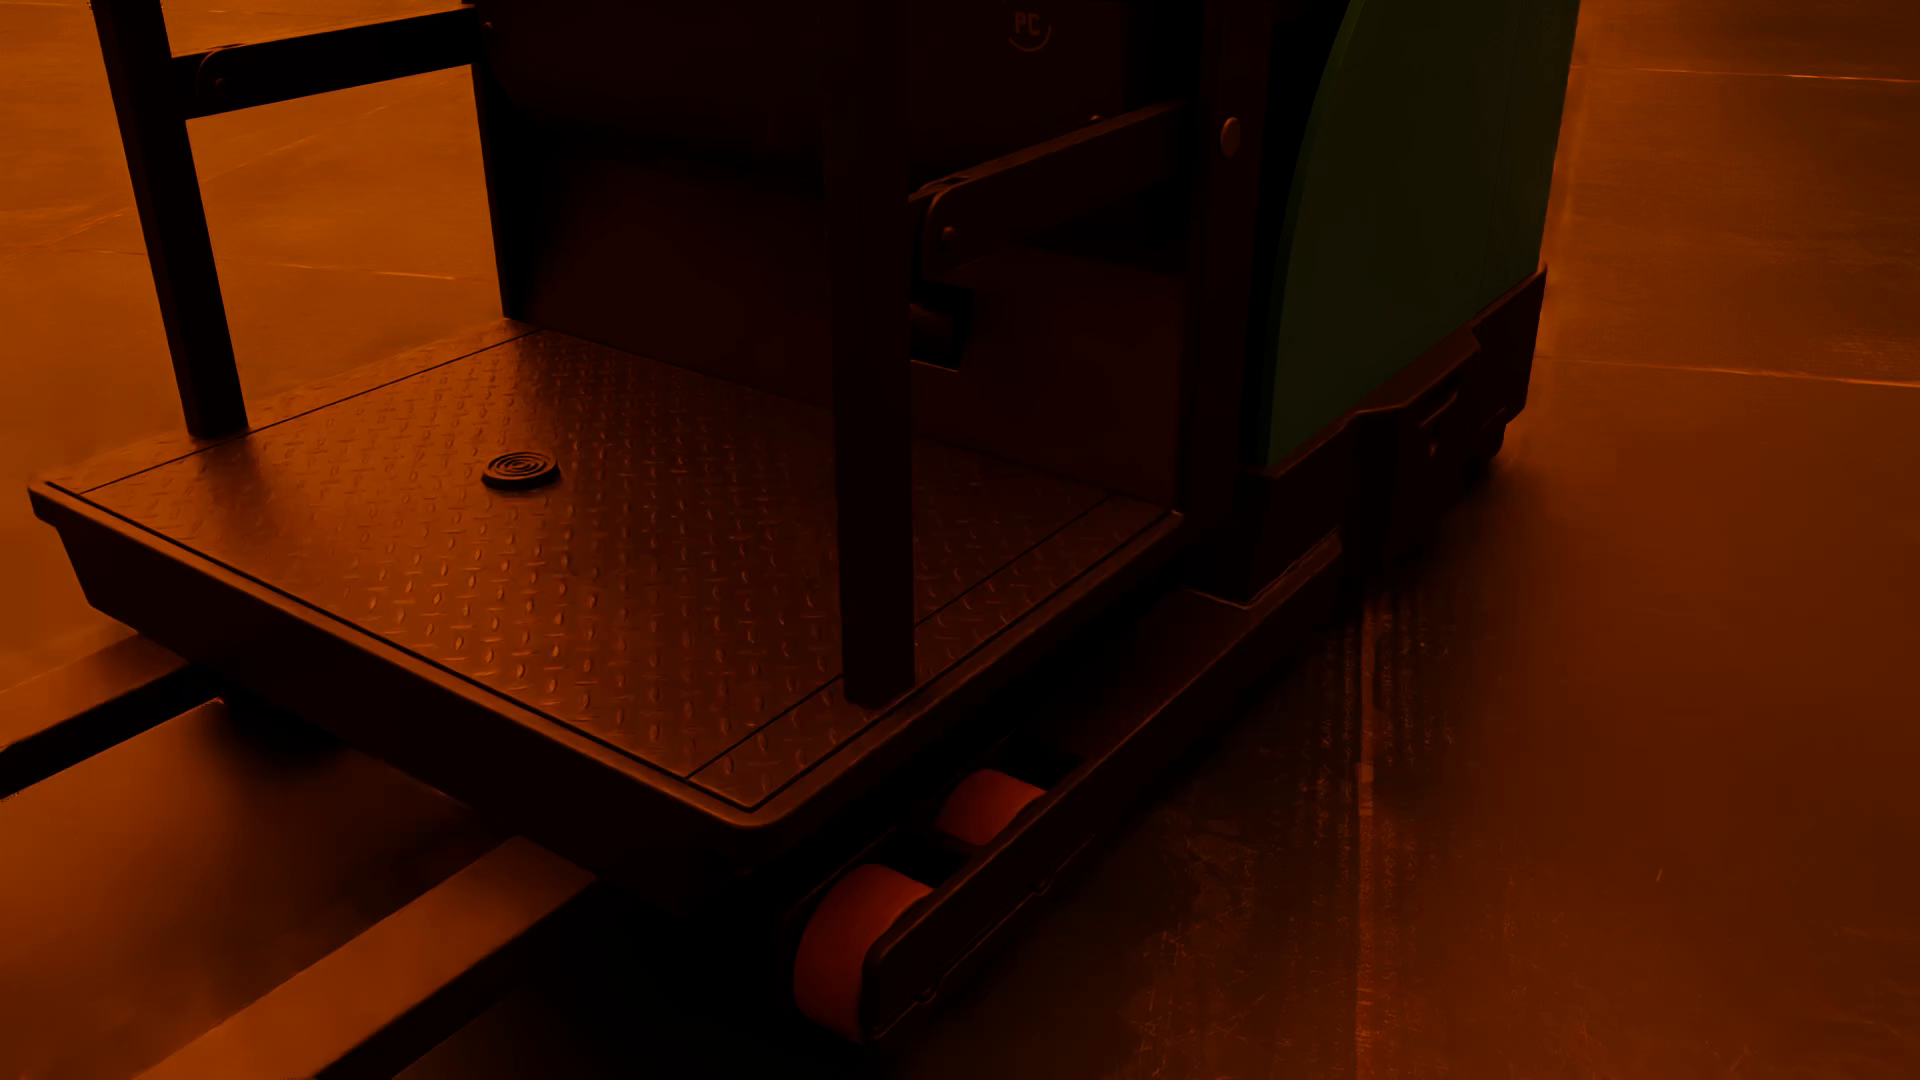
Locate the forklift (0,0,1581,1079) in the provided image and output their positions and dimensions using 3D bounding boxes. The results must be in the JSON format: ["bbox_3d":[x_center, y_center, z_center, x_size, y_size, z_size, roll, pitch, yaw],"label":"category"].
[{"bbox_3d":[-0.317,-1.082,1.391,1.130,2.935,3.031,18,32,31],"label":"forklift"}]
